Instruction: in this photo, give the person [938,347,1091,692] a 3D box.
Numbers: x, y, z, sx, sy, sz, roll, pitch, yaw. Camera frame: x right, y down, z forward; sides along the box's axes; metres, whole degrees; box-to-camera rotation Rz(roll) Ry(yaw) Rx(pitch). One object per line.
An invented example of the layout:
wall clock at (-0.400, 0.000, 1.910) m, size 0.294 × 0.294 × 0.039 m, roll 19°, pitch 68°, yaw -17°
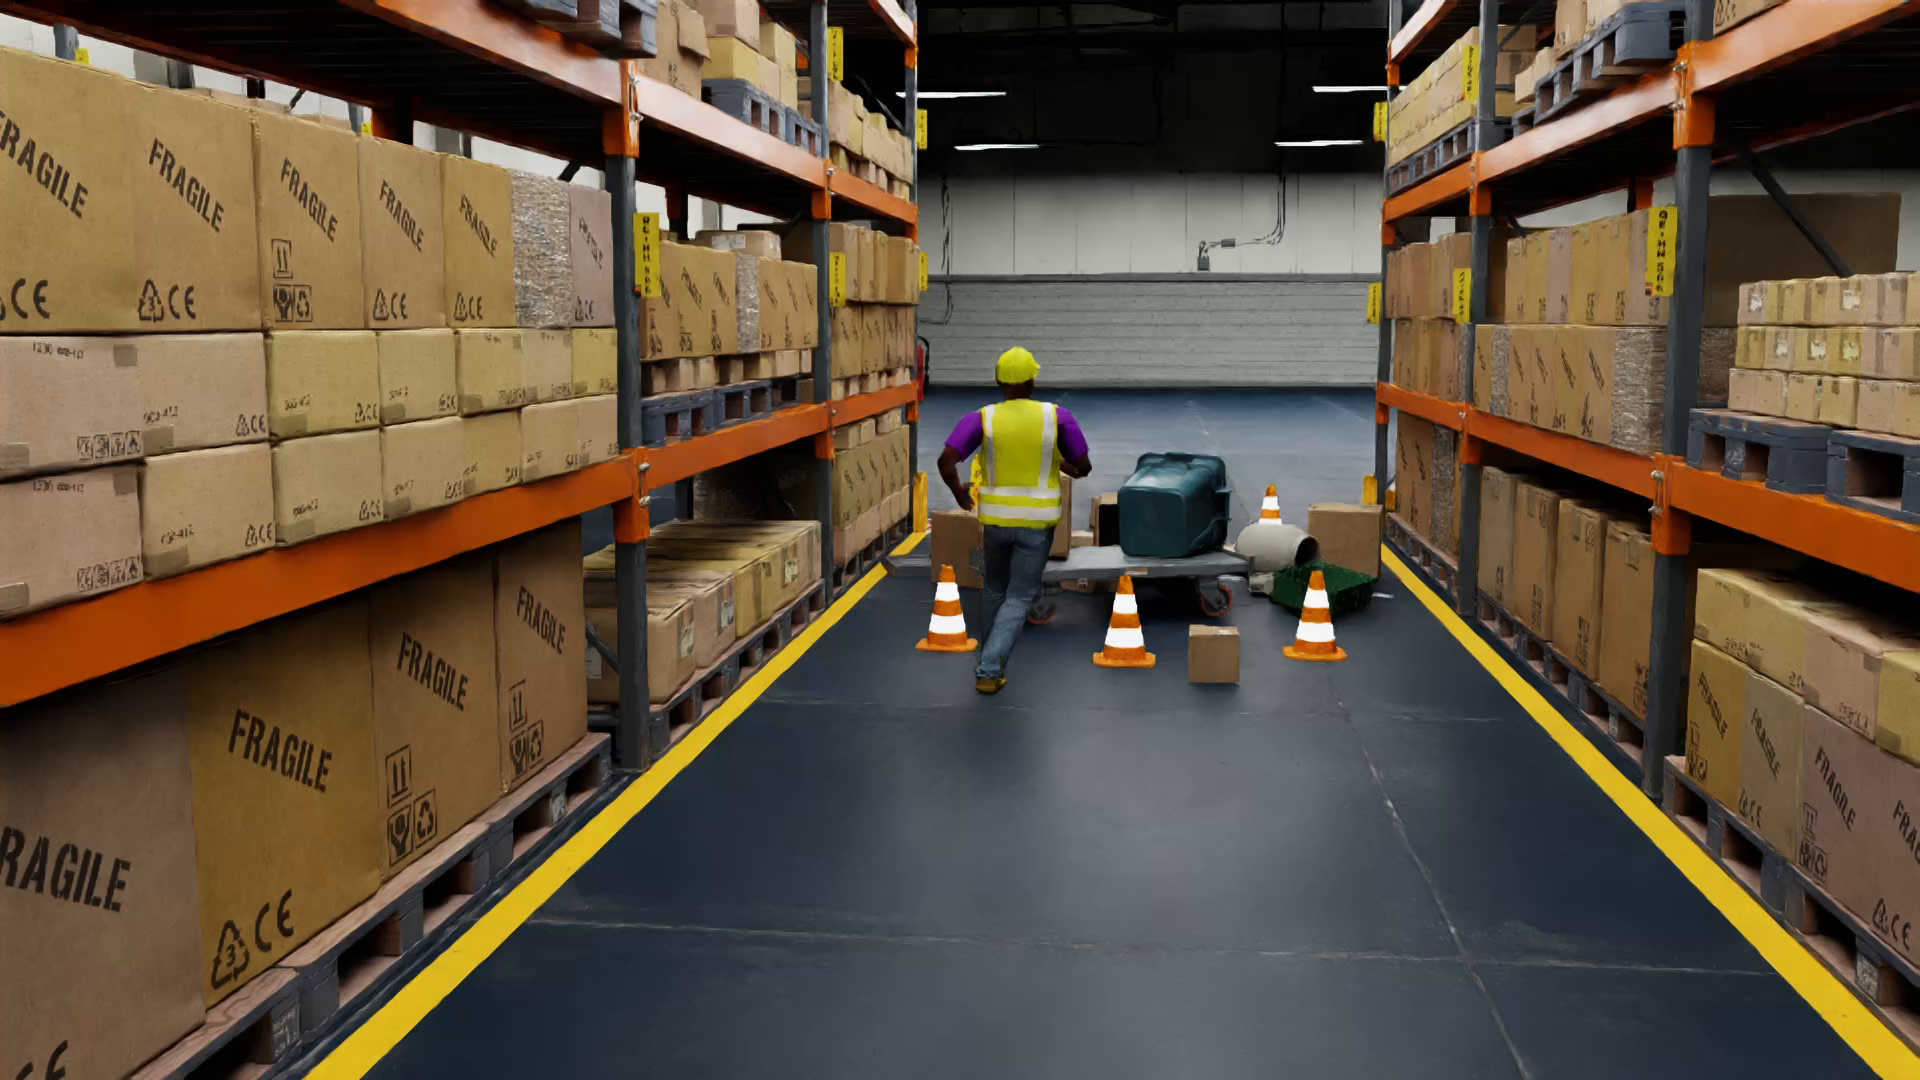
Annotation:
person at (0.333, -0.111, 8.413) m, size 0.698 × 1.725 × 0.861 m, roll 2°, pitch 8°, yaw 17°
